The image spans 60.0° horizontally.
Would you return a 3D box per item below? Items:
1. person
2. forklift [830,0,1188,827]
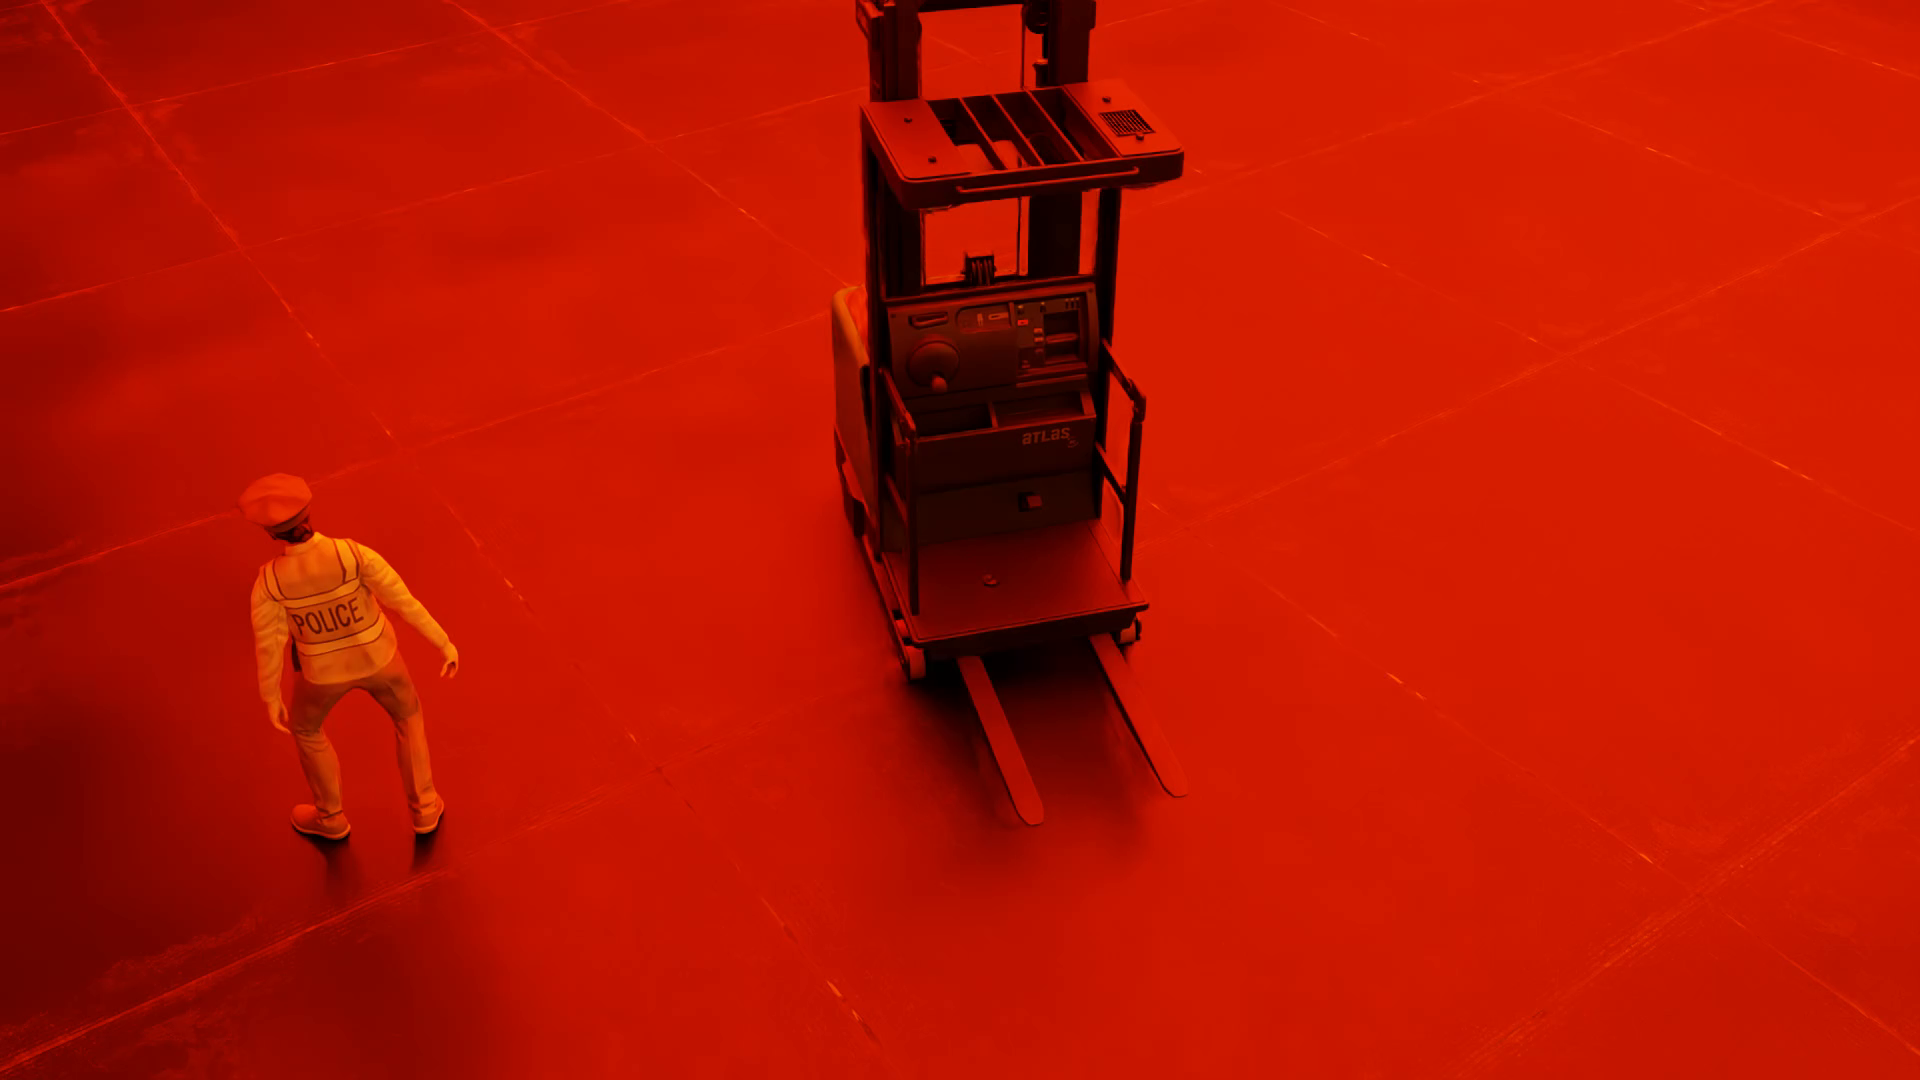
[{"bbox_3d":[-2.341,0.495,6.391,0.793,1.607,0.421,-11,38,-14],"label":"person"},{"bbox_3d":[0.205,-0.799,7.025,1.130,2.935,3.031,-9,37,-12],"label":"forklift"}]
